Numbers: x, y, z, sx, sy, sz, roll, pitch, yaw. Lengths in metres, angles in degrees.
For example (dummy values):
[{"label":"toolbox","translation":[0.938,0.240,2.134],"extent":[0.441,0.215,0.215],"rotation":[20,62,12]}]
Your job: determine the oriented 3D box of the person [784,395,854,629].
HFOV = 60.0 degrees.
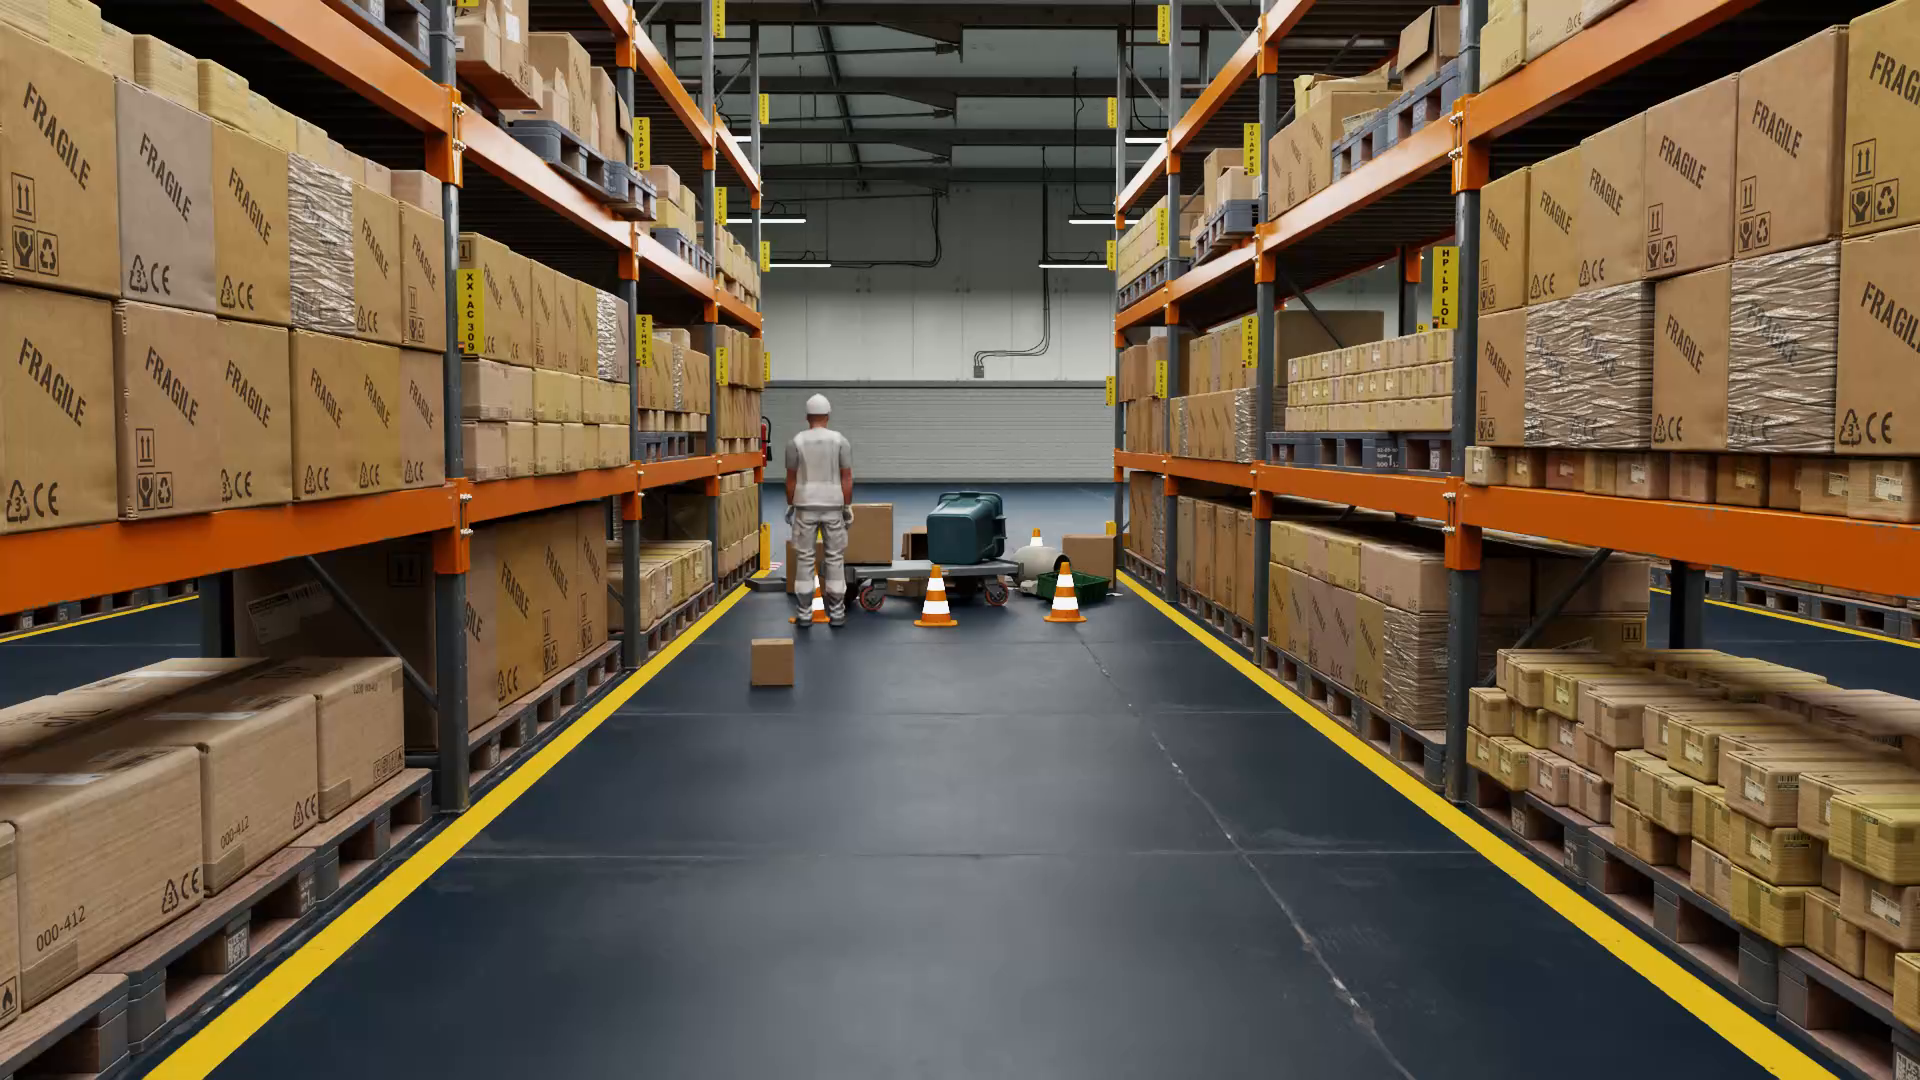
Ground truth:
[{"label":"person","translation":[-1.090,-0.220,12.854],"extent":[0.536,1.794,0.379],"rotation":[0,4,-7]}]
